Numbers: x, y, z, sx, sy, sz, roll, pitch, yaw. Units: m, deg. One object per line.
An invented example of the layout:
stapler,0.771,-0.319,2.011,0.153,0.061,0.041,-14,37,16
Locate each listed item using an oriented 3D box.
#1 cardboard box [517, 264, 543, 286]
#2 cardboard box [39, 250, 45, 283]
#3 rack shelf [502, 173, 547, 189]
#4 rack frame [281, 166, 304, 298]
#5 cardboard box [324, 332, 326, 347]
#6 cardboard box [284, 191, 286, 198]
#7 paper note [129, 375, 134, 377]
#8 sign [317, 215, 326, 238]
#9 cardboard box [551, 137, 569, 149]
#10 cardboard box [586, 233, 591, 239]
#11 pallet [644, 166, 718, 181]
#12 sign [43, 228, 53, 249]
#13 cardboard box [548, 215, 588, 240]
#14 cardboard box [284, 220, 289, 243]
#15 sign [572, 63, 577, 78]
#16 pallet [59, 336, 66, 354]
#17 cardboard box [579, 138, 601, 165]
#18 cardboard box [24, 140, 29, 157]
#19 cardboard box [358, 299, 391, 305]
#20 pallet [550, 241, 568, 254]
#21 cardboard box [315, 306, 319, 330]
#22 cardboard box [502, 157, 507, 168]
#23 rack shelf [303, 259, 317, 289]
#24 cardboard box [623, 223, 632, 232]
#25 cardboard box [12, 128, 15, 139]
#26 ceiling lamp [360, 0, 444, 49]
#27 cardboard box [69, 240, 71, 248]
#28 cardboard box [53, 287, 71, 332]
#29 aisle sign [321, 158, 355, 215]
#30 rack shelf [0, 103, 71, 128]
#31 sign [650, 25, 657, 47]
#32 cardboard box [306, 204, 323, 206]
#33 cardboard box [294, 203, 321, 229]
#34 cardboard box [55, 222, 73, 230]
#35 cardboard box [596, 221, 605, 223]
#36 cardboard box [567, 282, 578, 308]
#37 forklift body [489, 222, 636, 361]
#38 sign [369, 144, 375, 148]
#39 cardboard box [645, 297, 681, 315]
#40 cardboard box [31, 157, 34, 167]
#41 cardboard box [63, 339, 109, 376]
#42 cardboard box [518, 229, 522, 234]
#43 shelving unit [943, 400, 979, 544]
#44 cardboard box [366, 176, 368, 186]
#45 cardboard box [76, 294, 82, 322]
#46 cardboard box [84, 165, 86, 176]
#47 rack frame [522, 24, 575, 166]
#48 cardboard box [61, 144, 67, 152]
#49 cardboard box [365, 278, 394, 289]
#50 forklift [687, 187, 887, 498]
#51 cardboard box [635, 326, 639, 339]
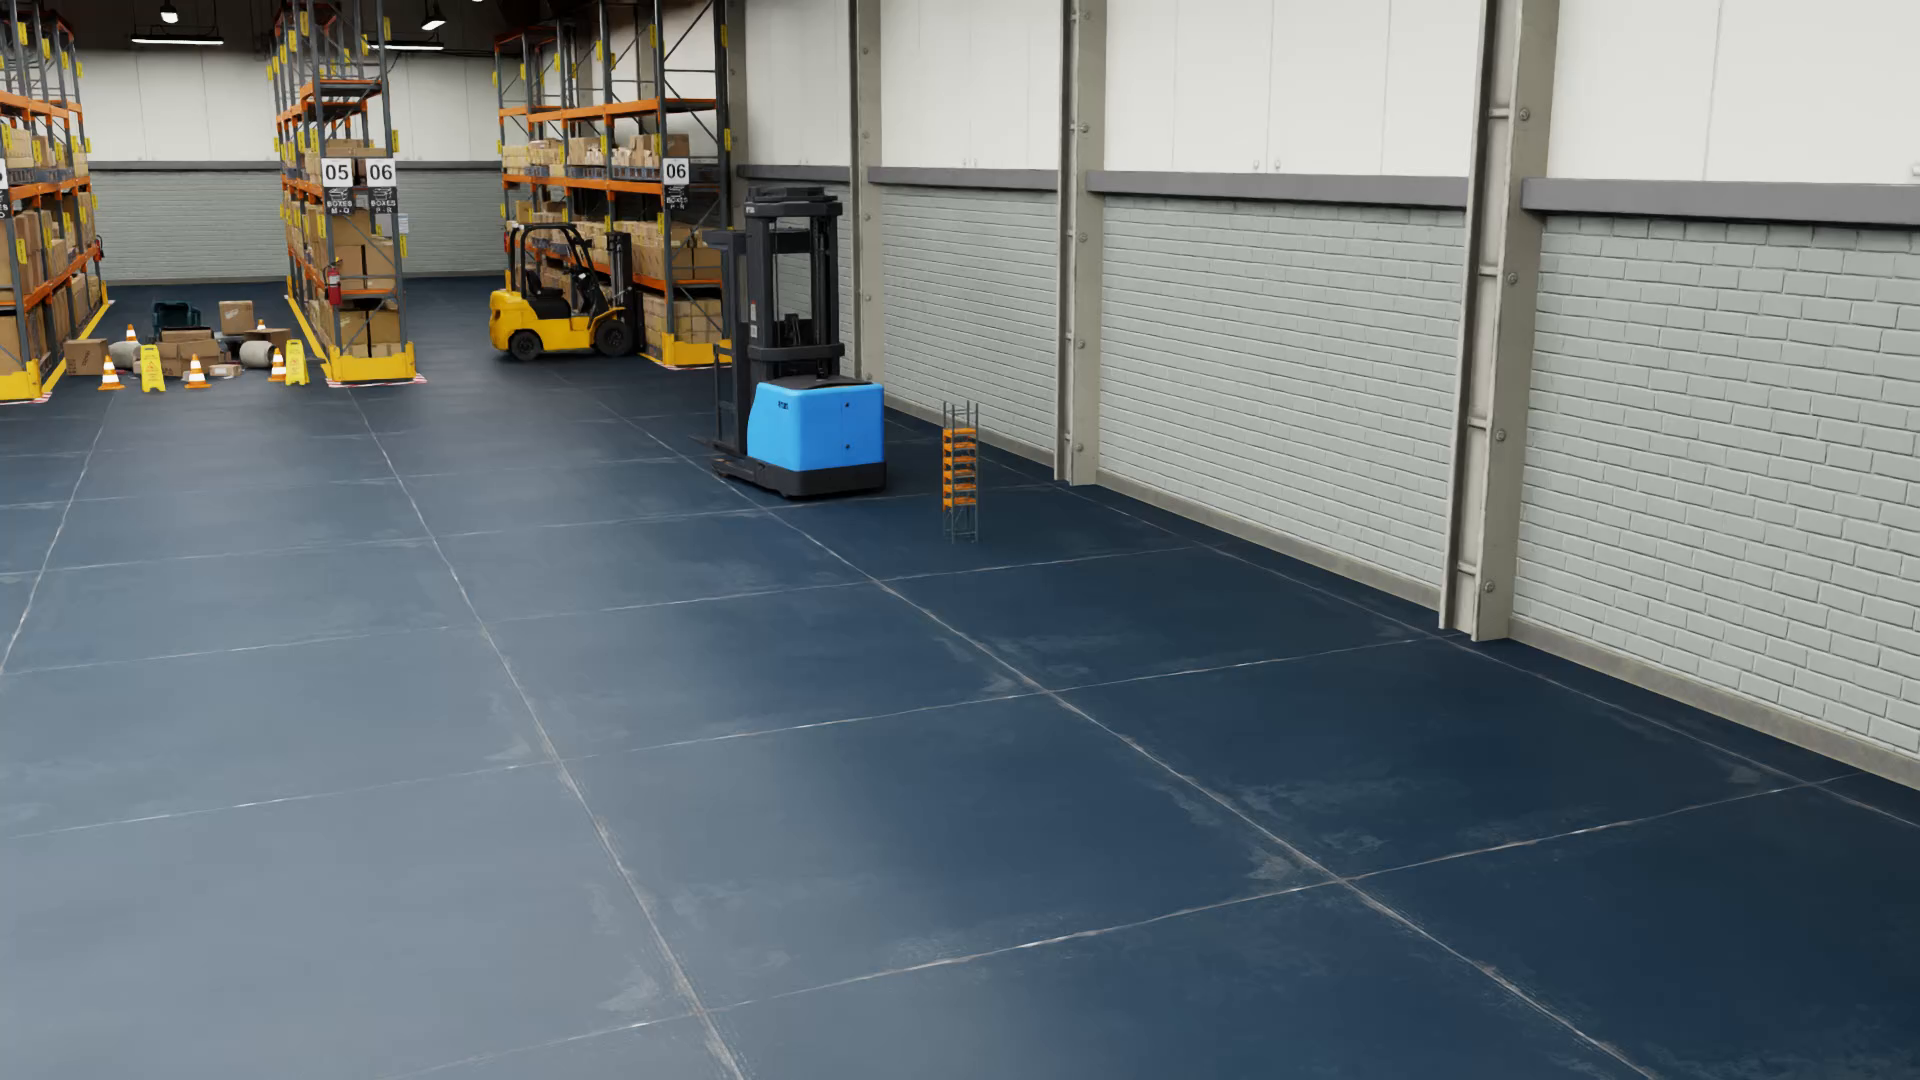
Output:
cardboard box,-10.114,-6.291,39.512,0.700,0.500,0.500,-5,14,-21
cardboard box,-14.655,-4.221,25.622,0.875,0.550,0.550,-6,14,-23
rack shelf,-9.778,-8.317,38.596,1.077,0.370,4.000,-6,14,-23
rack frame,-15.126,-7.170,38.698,1.000,3.000,0.127,-6,14,-23
cardboard box,-10.106,-3.300,27.145,0.500,0.250,0.500,-5,14,-20
cardboard box,-15.068,-7.812,37.593,0.380,0.149,0.250,-5,14,-21
paper note,-12.465,-2.467,25.006,0.032,0.001,0.123,1,13,6
sign,-9.233,-4.537,24.050,0.100,0.325,0.005,-6,14,-23
cardboard box,-8.655,-8.623,36.150,0.396,0.266,0.258,-6,14,-23
cardboard box,-6.800,-5.707,31.598,0.500,0.250,0.500,-5,14,-22
pallet,-4.429,-5.880,26.669,1.003,0.211,1.213,-6,14,-23
sign,-14.306,-4.734,26.075,0.100,0.325,0.005,-6,14,-23
cardboard box,-8.198,-6.542,34.823,0.797,0.503,0.637,-6,14,-24
cardboard box,-15.197,-7.094,38.146,0.500,0.500,0.500,-6,14,-23
sign,-8.471,-10.299,36.490,0.100,0.325,0.005,-6,14,-23
pallet,-15.685,-3.270,28.029,1.003,0.211,1.213,-6,14,-23
cardboard box,-6.900,-7.348,31.439,0.500,0.500,0.500,-5,14,-22
cardboard box,-14.179,-5.827,24.760,0.500,0.250,0.500,-6,14,-23
cardboard box,-9.425,-3.613,26.832,0.500,0.500,0.500,-5,14,-20
pallet,-7.710,-6.007,34.096,1.213,0.211,1.003,-6,14,-23
cardboard box,-11.102,-4.015,29.963,0.950,0.372,0.625,-5,14,-21
cardboard box,-10.652,-9.036,39.781,0.500,0.250,0.500,-6,14,-24
rack shelf,-11.120,-4.754,29.853,1.077,0.370,4.000,-6,14,-23
cardboard box,-5.610,-5.397,28.716,0.380,0.149,0.250,-5,14,-22
cardboard box,-13.460,-5.685,23.265,0.380,0.149,0.250,-6,14,-24
ceiling lamp,-13.786,-13.729,40.788,2.000,3.185,0.800,-6,14,-23
cardboard box,-17.153,-5.625,31.647,0.380,0.149,0.250,-5,14,-21
cardboard box,-16.255,-4.024,29.162,1.050,0.750,0.750,-6,14,-24
aisle sign,-8.957,-5.092,23.954,0.394,0.787,0.004,-6,14,-23
rack shelf,-17.217,-7.840,30.770,1.077,0.370,4.000,-6,14,-23
sign,-4.673,-7.684,25.366,0.100,0.325,0.005,-6,14,-23
cardboard box,-10.341,-5.261,27.351,0.700,0.500,0.500,-6,14,-24
cardboard box,-12.970,-6.450,33.147,0.500,0.500,0.500,-6,14,-24
cardboard box,-17.570,-6.127,32.498,0.380,0.149,0.250,-6,14,-25
cardboard box,-7.059,-6.282,33.201,0.380,0.149,0.250,-5,14,-21
cardboard box,-7.741,-5.021,34.025,0.500,0.500,0.500,-5,14,-21
forklift body,-6.601,-4.127,27.432,2.313,2.155,1.214,-6,14,-23
sign,-9.825,-6.455,27.808,0.100,0.325,0.005,-6,14,-23
cardboard box,-4.850,-3.838,27.249,0.500,0.250,0.500,-5,14,-22
cardboard box,-14.375,-5.769,25.395,0.380,0.149,0.250,-6,14,-23
cardboard box,-13.252,-2.778,25.260,0.500,0.500,0.500,-3,13,-13
cardboard box,-10.012,-7.261,38.762,0.500,0.250,0.500,-6,14,-24
shelving unit,0.006,-0.582,14.222,0.258,1.200,0.189,-6,14,-23
cardboard box,-8.552,-5.301,24.528,0.380,0.149,0.250,-6,14,-23
cardboard box,-16.670,-4.309,30.948,0.500,0.500,0.500,-5,14,-22
cardboard box,-18.799,-7.812,35.151,0.500,0.250,0.500,-5,14,-21
rack frame,-8.977,-9.716,36.391,1.000,3.000,0.127,-6,14,-23
cardboard box,-17.913,-7.784,33.037,0.380,0.149,0.250,-6,14,-24
cardboard box,-8.663,-3.831,24.828,0.380,0.149,0.250,-6,14,-23
forklift,-1.935,-2.121,17.032,1.130,2.935,3.031,-8,15,-31
cardboard box,-5.259,-3.560,28.267,0.500,0.250,0.500,-5,14,-21
